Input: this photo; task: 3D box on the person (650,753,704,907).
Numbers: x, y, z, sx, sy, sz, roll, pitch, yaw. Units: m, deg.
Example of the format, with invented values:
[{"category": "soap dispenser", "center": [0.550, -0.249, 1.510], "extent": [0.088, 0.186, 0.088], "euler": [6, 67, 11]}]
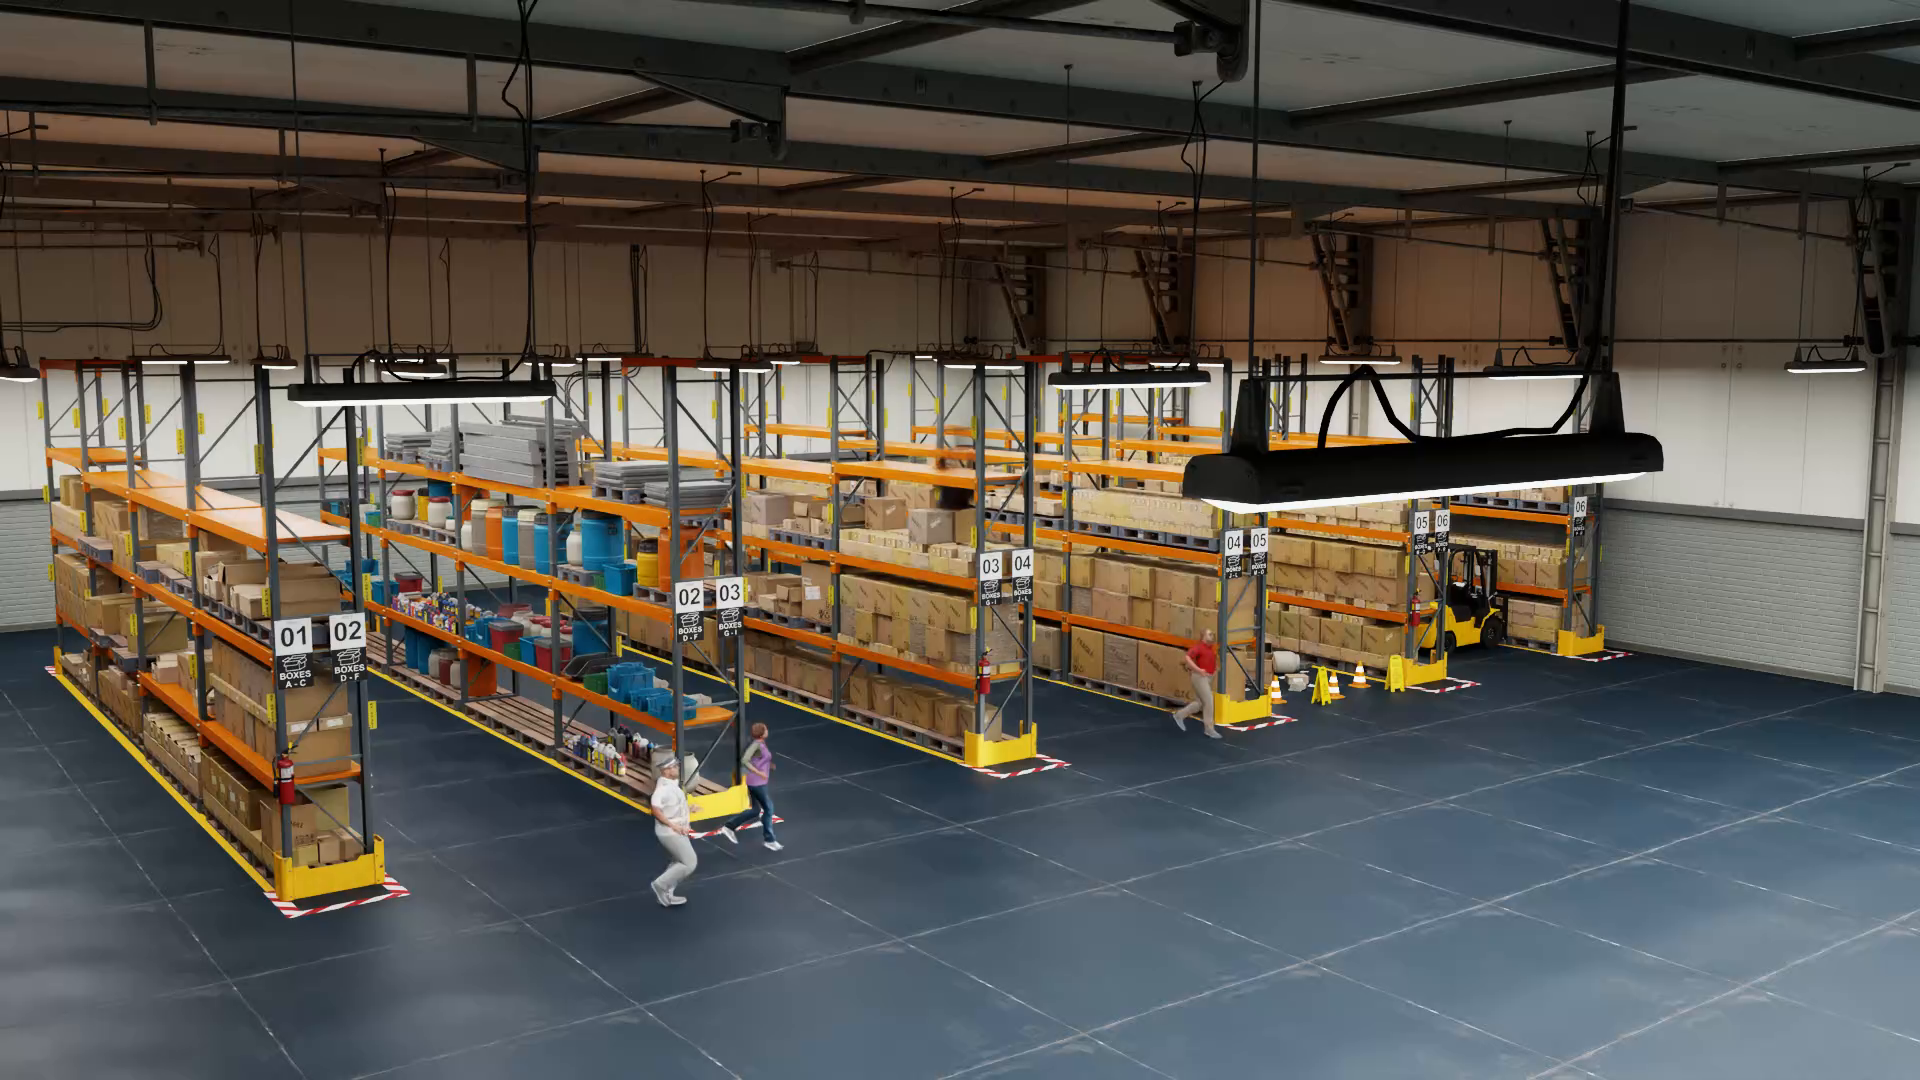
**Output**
[{"category": "person", "center": [-3.168, 3.234, 18.607], "extent": [0.605, 1.736, 0.645], "euler": [-1, 7, -10]}]

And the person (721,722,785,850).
[{"category": "person", "center": [-2.590, 3.076, 20.850], "extent": [0.795, 1.594, 0.574], "euler": [0, 7, -1]}]

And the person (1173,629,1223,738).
[{"category": "person", "center": [3.905, 2.284, 26.870], "extent": [0.893, 1.720, 0.698], "euler": [4, 8, 29]}]

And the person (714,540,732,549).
[{"category": "person", "center": [-5.913, 0.567, 41.037], "extent": [0.674, 1.679, 0.853], "euler": [6, 9, 39]}]
